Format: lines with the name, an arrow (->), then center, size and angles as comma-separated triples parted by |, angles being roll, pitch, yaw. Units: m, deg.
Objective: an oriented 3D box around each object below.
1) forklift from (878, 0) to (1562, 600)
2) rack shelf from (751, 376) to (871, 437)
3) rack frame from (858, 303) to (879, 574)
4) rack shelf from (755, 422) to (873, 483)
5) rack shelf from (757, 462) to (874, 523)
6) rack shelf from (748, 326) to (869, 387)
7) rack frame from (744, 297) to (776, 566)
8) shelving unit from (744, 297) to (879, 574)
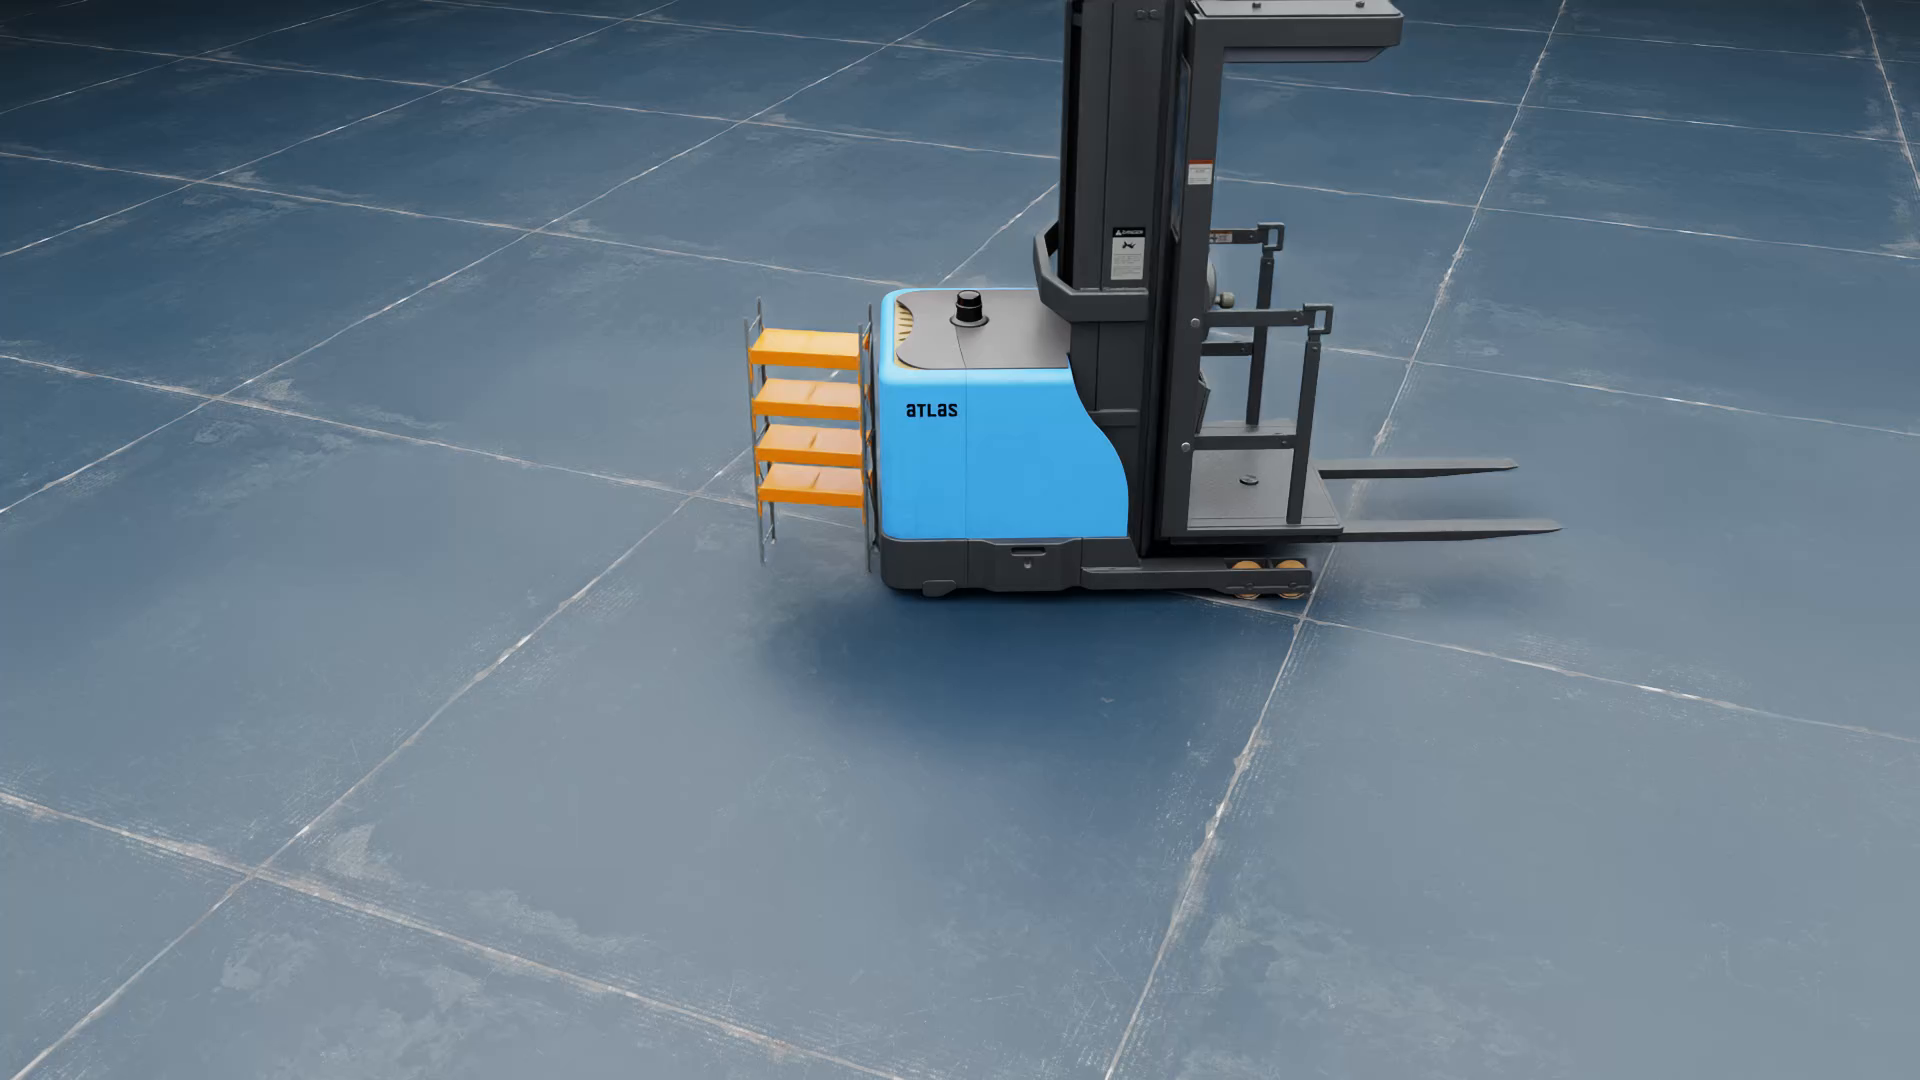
forklift -> 1.156, -1.277, 7.030 | 3.031, 2.935, 1.130 | -1, 29, -1
rack shelf -> -0.640, -0.583, 7.244 | 0.480, 0.148, 0.258 | 4, 30, 7
rack frame -> -0.398, -0.429, 7.290 | 0.015, 1.200, 0.240 | 4, 30, 7
rack shelf -> -0.640, -0.388, 7.354 | 0.480, 0.148, 0.258 | 4, 30, 7
rack shelf -> -0.640, -0.215, 7.452 | 0.480, 0.148, 0.258 | 4, 30, 7
rack shelf -> -0.640, -0.789, 7.128 | 0.480, 0.148, 0.258 | 4, 30, 7
rack frame -> -0.881, -0.464, 7.352 | 0.015, 1.200, 0.240 | 4, 30, 7
shelving unit -> -0.640, -0.447, 7.321 | 0.503, 1.200, 0.258 | 4, 30, 7
